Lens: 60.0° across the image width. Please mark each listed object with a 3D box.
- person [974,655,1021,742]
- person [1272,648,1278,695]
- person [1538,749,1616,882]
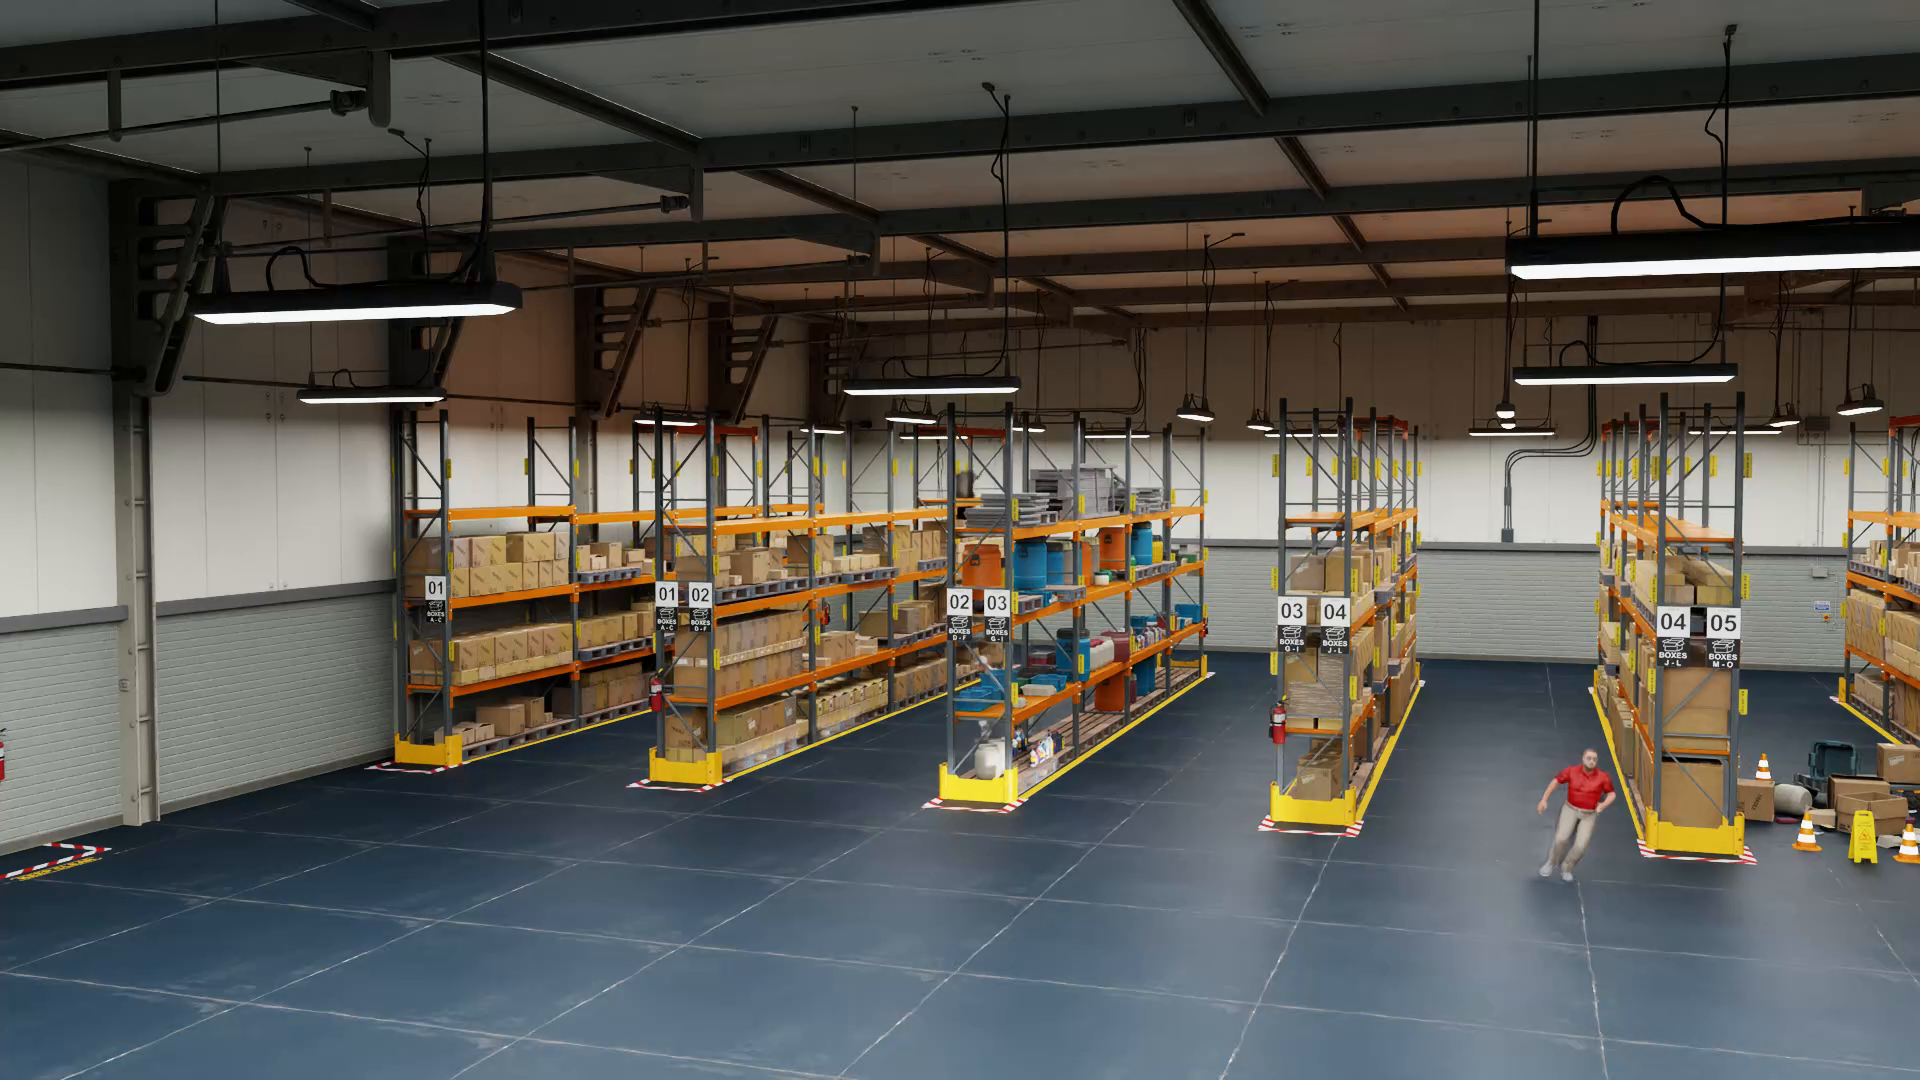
[{"bbox_3d":[0.696,2.868,30.287,1.106,1.584,0.681,-2,3,-33],"label":"person"},{"bbox_3d":[7.110,2.579,36.225,0.791,1.730,0.568,2,3,37],"label":"person"},{"bbox_3d":[7.485,3.348,20.123,0.864,1.657,0.634,0,2,9],"label":"person"}]
